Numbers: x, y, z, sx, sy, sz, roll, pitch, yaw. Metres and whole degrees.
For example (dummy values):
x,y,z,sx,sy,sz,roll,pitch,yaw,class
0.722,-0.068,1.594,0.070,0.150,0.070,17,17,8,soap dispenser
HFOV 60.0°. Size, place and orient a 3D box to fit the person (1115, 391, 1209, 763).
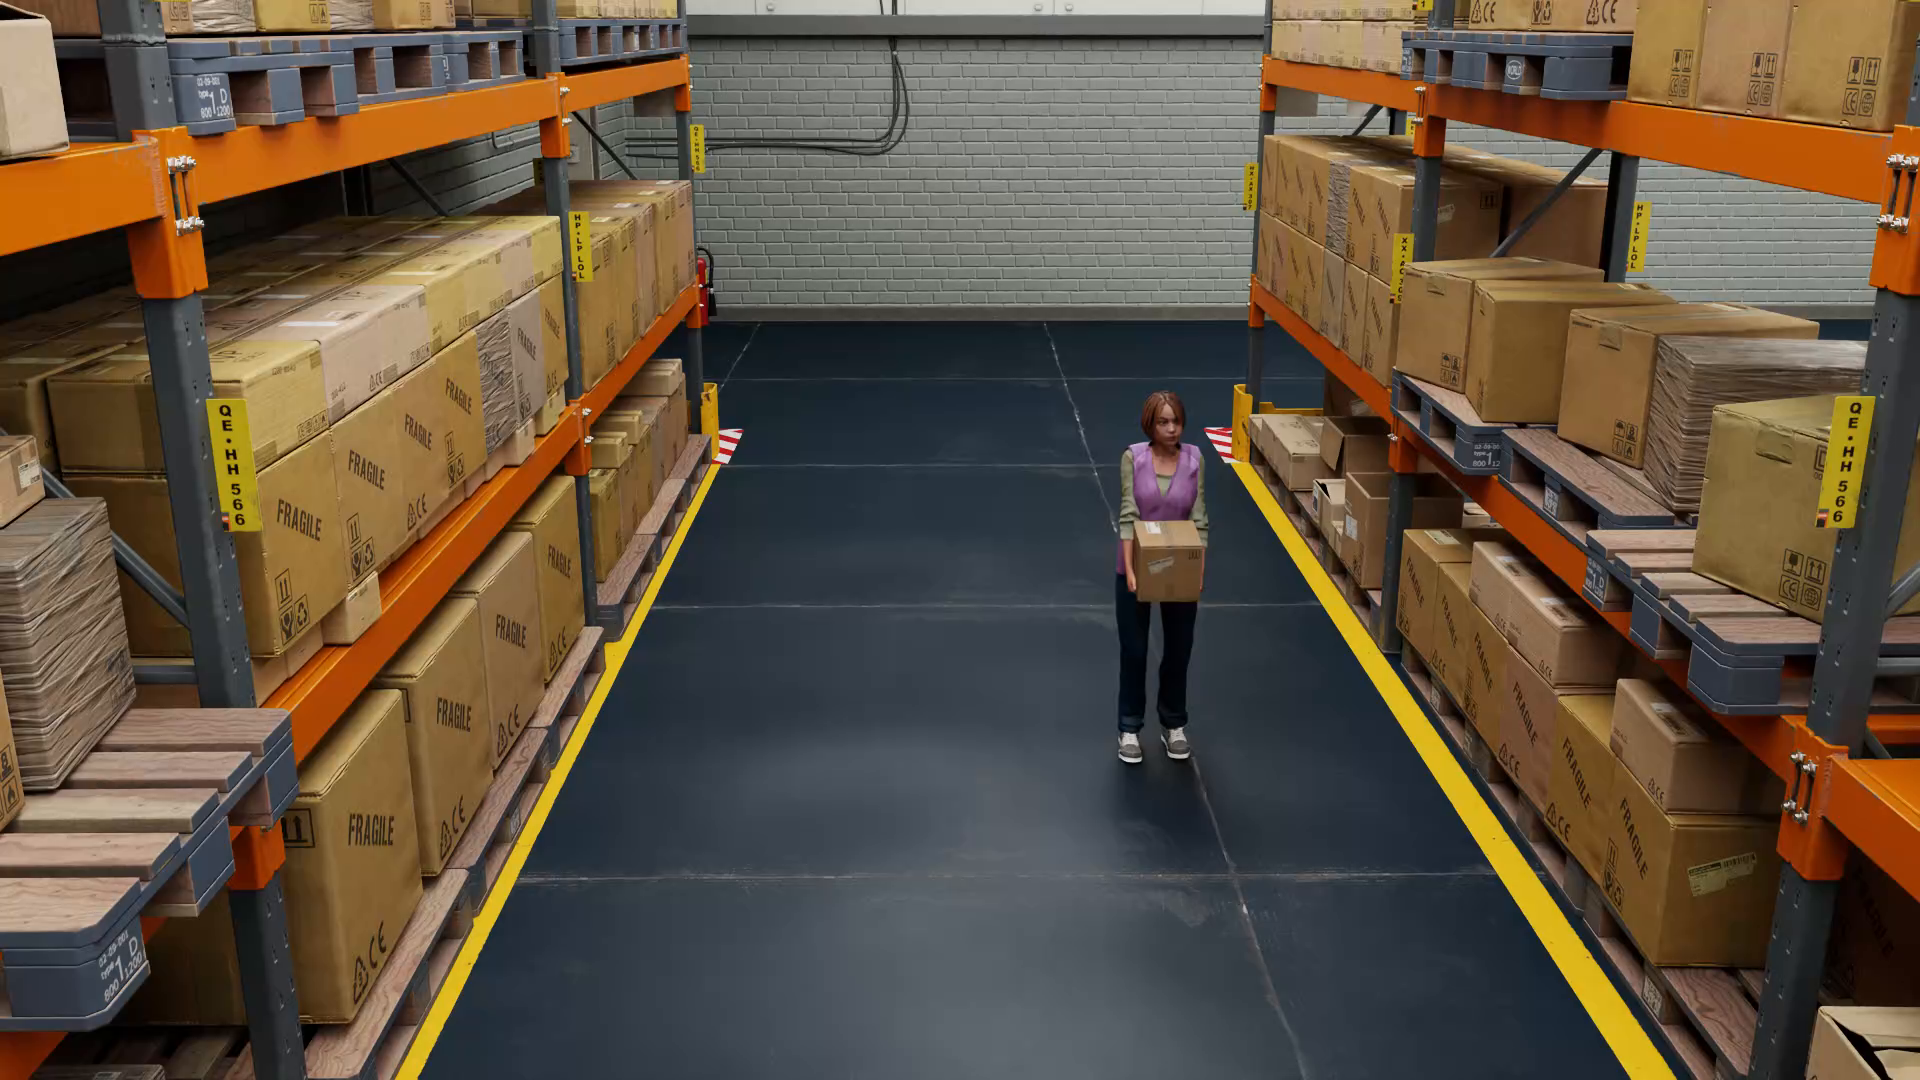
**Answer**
x,y,z,sx,sy,sz,roll,pitch,yaw,class
0.845,0.178,7.004,0.375,1.599,0.499,0,17,-1,person
